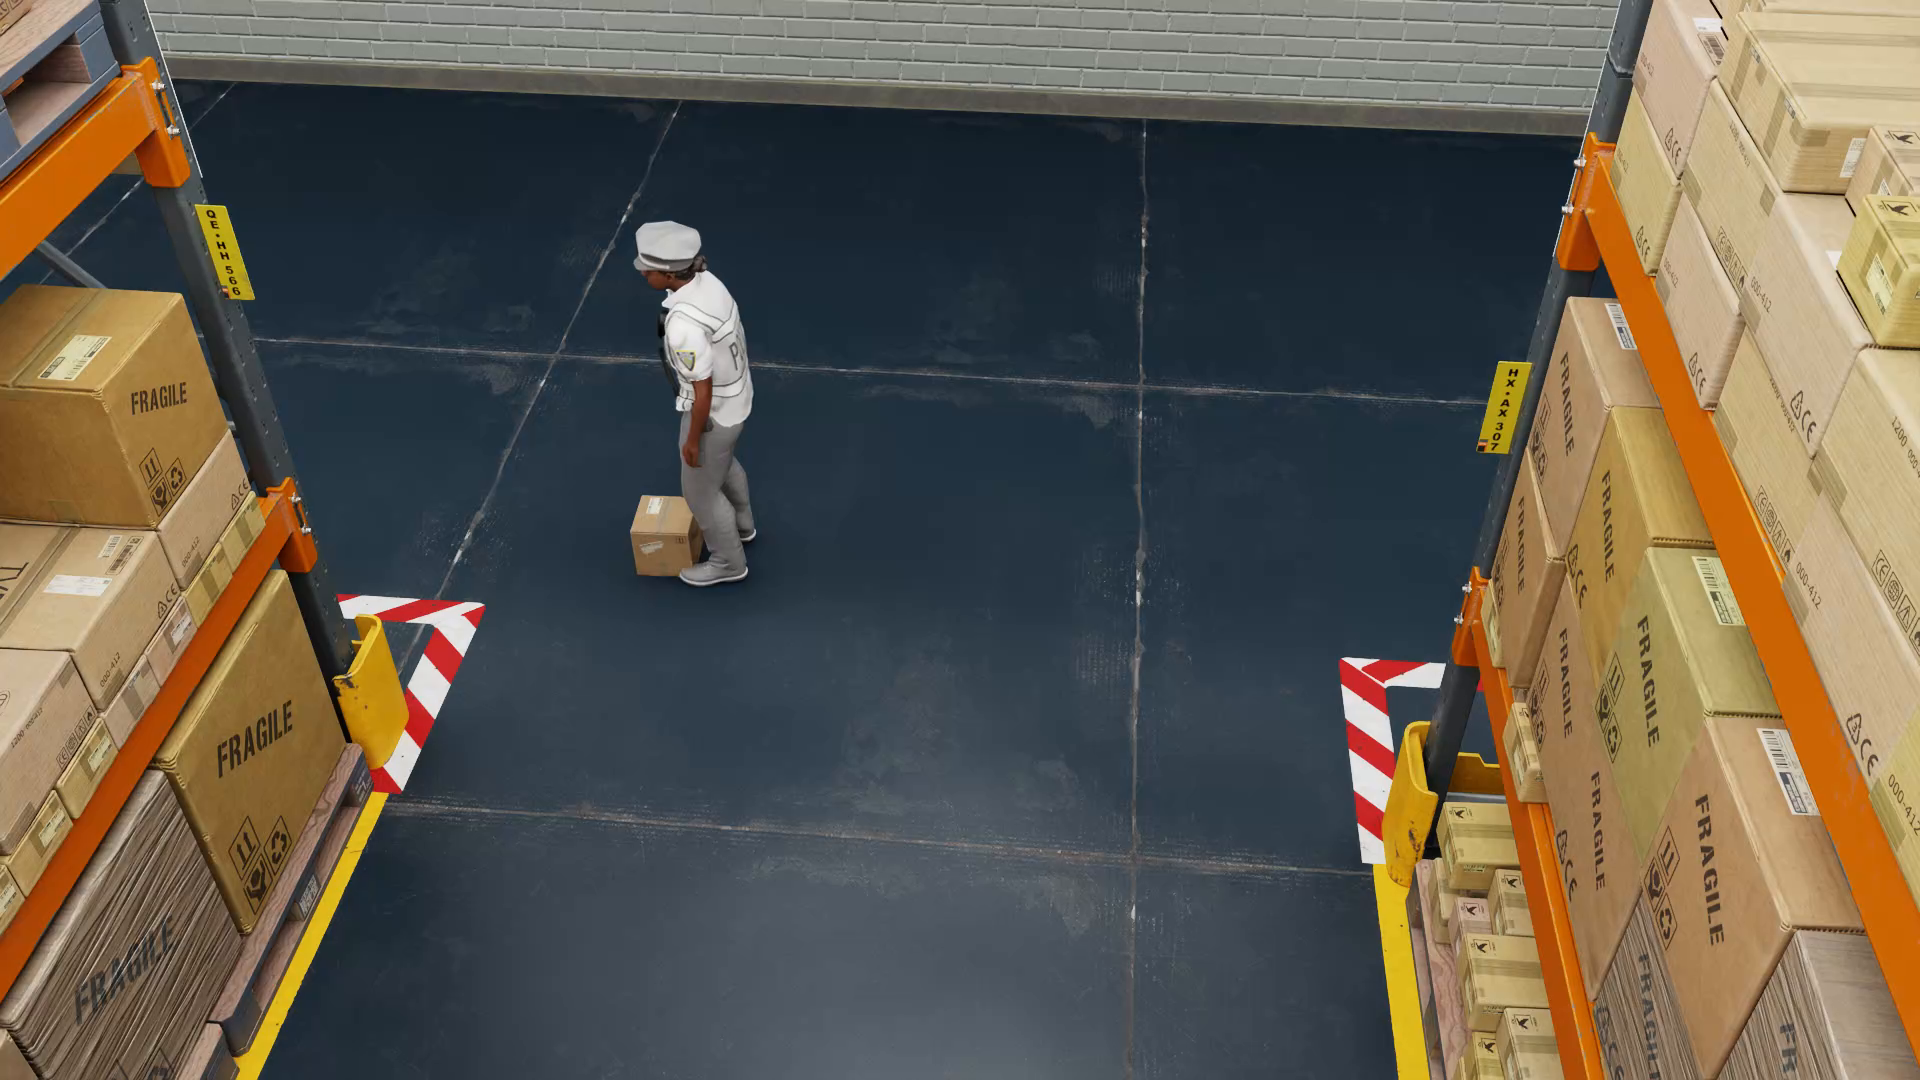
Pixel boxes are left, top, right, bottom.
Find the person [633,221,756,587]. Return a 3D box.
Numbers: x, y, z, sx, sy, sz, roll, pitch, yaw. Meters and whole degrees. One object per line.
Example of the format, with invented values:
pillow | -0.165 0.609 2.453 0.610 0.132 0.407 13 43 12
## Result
person | -1.042 -0.545 6.796 0.393 1.663 0.532 1 40 1
